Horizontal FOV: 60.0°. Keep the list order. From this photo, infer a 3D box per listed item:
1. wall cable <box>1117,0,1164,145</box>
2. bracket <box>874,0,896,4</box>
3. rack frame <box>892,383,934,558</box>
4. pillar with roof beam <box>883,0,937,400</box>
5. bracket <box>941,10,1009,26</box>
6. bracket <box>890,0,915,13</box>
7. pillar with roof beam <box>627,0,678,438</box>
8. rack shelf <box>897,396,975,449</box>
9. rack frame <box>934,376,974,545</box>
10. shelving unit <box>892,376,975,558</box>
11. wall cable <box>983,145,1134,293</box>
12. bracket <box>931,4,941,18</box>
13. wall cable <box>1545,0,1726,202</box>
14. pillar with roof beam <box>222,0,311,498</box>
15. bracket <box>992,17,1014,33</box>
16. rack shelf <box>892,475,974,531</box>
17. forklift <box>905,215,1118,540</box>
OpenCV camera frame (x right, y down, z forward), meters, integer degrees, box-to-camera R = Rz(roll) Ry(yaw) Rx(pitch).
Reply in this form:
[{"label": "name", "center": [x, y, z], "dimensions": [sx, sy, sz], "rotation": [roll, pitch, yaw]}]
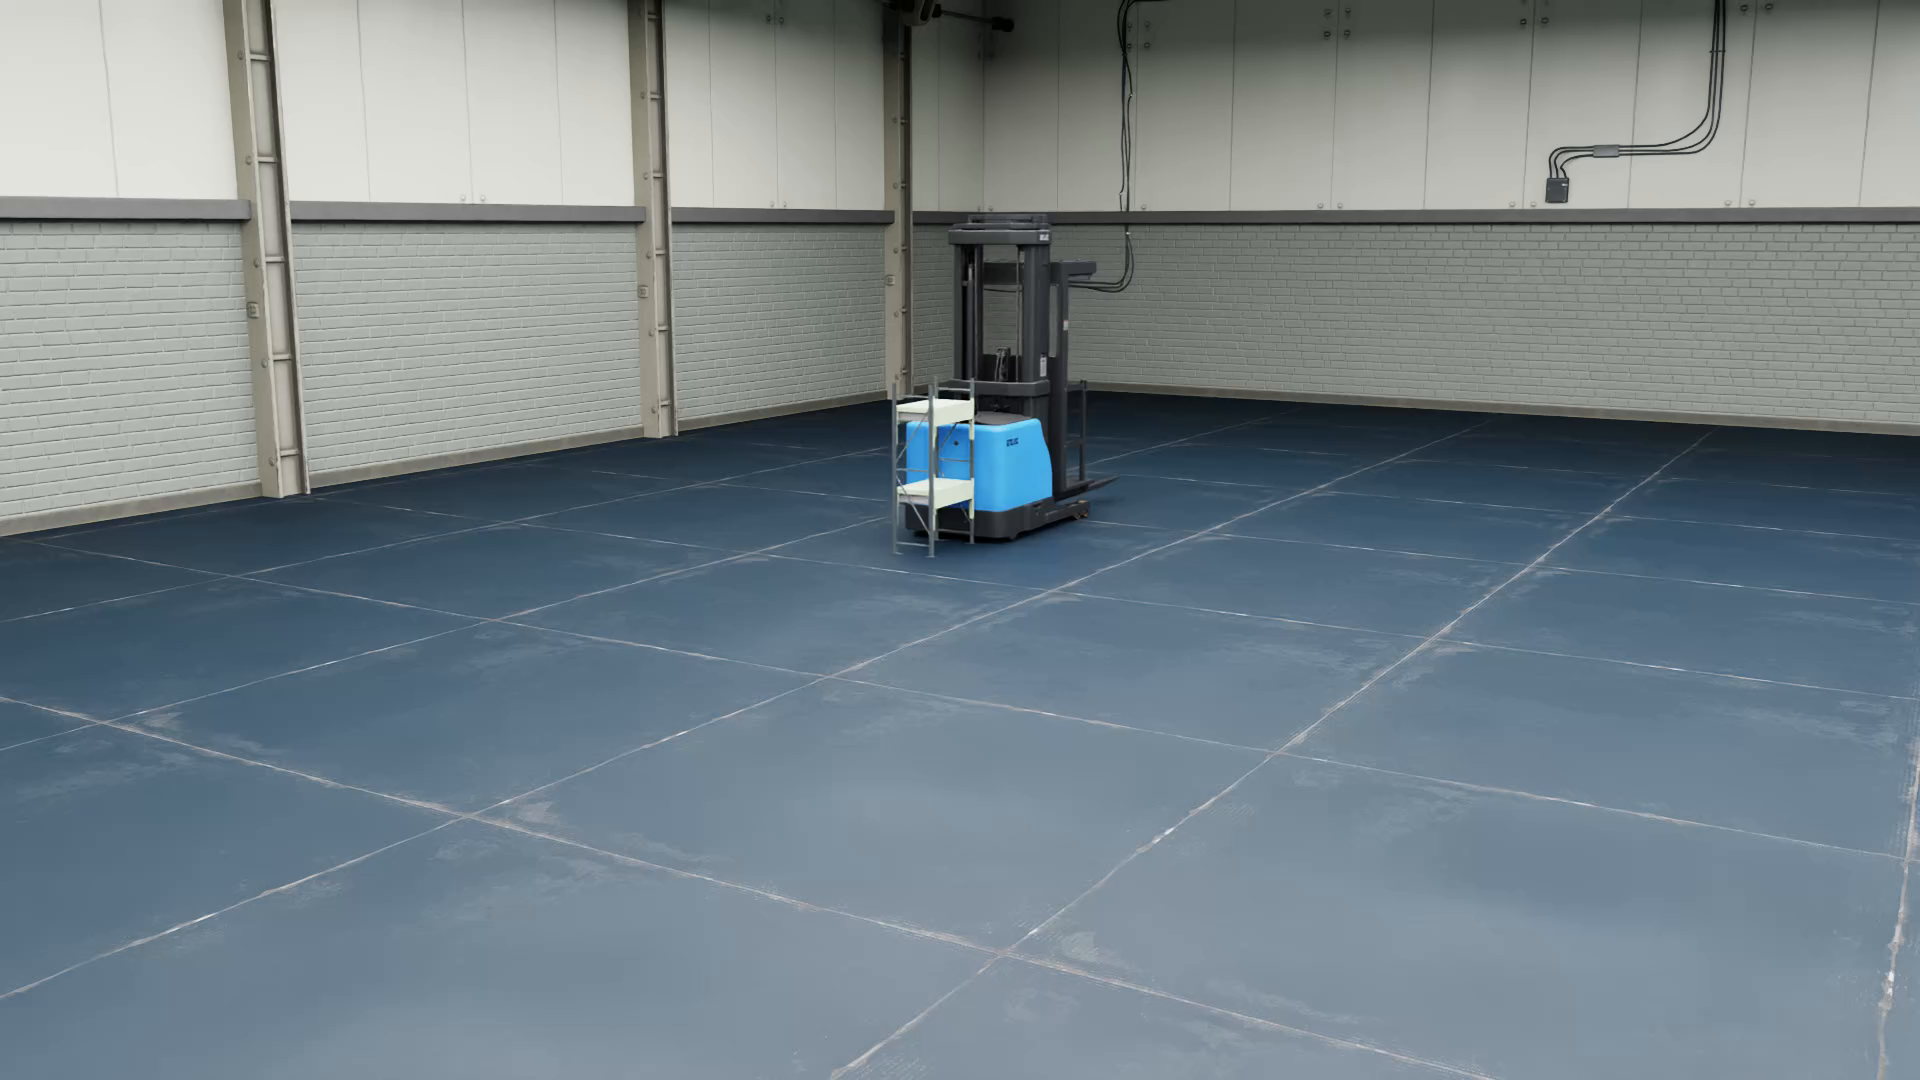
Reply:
[{"label": "wall cable", "center": [3.960, -7.835, 27.361], "dimensions": [3.097, 2.526, 0.112], "rotation": [6, 12, 31]}, {"label": "bracket", "center": [-2.262, -8.065, 24.095], "dimensions": [0.076, 0.066, 4.783], "rotation": [6, 12, 31]}, {"label": "rack frame", "center": [-0.407, -0.597, 14.363], "dimensions": [0.400, 1.500, 0.023], "rotation": [6, 12, 28]}, {"label": "pillar with roof beam", "center": [2.667, -6.389, 24.923], "dimensions": [9.100, 9.000, 0.548], "rotation": [6, 12, 31]}, {"label": "bracket", "center": [0.430, -8.881, 28.451], "dimensions": [0.076, 0.066, 3.189], "rotation": [6, 12, 31]}, {"label": "bracket", "center": [-0.924, -8.471, 26.259], "dimensions": [0.235, 0.232, 0.430], "rotation": [6, 12, 31]}, {"label": "pillar with roof beam", "center": [-0.448, -5.446, 19.883], "dimensions": [9.100, 9.000, 0.400], "rotation": [6, 12, 31]}, {"label": "rack shelf", "center": [-0.230, -1.040, 14.606], "dimensions": [0.431, 0.370, 0.720], "rotation": [6, 12, 28]}, {"label": "rack frame", "center": [-0.054, -0.715, 14.993], "dimensions": [0.400, 1.500, 0.023], "rotation": [6, 12, 28]}, {"label": "shelving unit", "center": [-0.230, -0.656, 14.678], "dimensions": [0.431, 1.500, 0.755], "rotation": [6, 12, 28]}, {"label": "wall cable", "center": [1.647, -5.611, 29.206], "dimensions": [3.097, 2.526, 0.112], "rotation": [6, 12, 31]}, {"label": "bracket", "center": [-0.493, -8.601, 26.957], "dimensions": [0.235, 0.232, 0.430], "rotation": [6, 12, 31]}, {"label": "wall cable", "center": [9.753, -7.900, 23.749], "dimensions": [2.305, 6.003, 0.169], "rotation": [6, 12, 31]}, {"label": "pillar with roof beam", "center": [-3.563, -4.502, 14.843], "dimensions": [9.100, 9.000, 0.400], "rotation": [6, 12, 31]}, {"label": "bracket", "center": [0.737, -8.974, 28.947], "dimensions": [0.235, 0.232, 0.430], "rotation": [6, 12, 31]}, {"label": "rack shelf", "center": [-0.230, -0.336, 14.738], "dimensions": [0.431, 0.370, 0.720], "rotation": [6, 12, 28]}, {"label": "forklift", "center": [0.644, -1.671, 16.209], "dimensions": [1.130, 2.935, 3.031], "rotation": [6, 12, 28]}]
